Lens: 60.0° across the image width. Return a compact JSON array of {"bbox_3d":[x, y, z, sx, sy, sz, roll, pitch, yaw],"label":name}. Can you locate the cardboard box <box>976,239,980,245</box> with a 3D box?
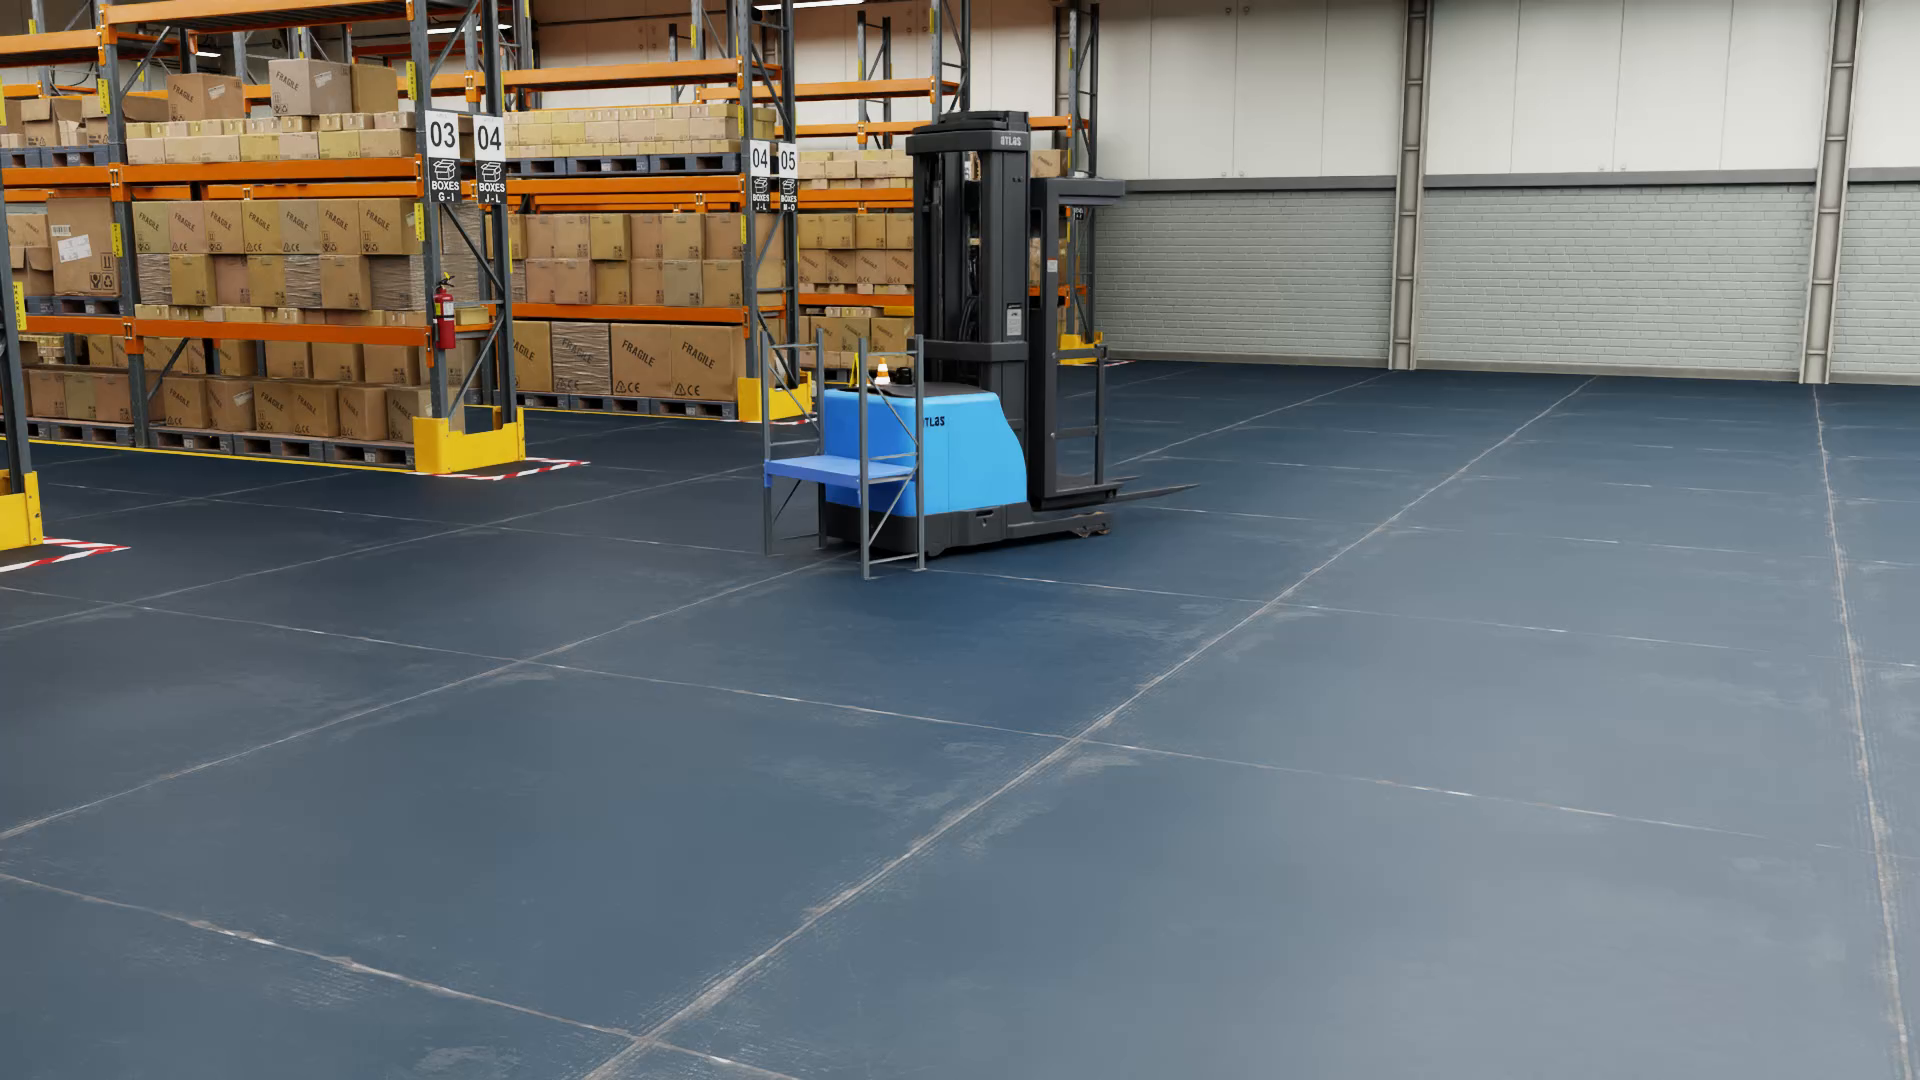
[{"bbox_3d":[0.467,-5.139,28.763,0.250,0.149,0.380,5,12,27],"label":"cardboard box"}]

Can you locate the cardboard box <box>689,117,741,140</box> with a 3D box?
[{"bbox_3d":[-2.785,-4.752,19.265,0.500,0.250,0.500,5,11,27],"label":"cardboard box"}]

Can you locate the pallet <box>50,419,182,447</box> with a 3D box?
[{"bbox_3d":[-8.793,-1.173,17.620,1.213,0.211,1.003,5,11,26],"label":"pallet"}]

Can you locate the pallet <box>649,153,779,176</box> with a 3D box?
[{"bbox_3d":[-2.892,-4.442,19.680,1.213,0.211,1.003,5,11,26],"label":"pallet"}]

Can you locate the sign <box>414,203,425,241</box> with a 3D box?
[{"bbox_3d":[-4.771,-2.807,14.680,0.005,0.325,0.100,5,11,26],"label":"sign"}]

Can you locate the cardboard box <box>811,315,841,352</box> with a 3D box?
[{"bbox_3d":[-1.875,-3.077,24.747,0.500,0.500,0.500,5,11,24],"label":"cardboard box"}]

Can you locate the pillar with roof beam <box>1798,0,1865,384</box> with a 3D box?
[{"bbox_3d":[10.702,-6.063,19.960,0.400,9.000,9.100,5,11,26],"label":"pillar with roof beam"}]

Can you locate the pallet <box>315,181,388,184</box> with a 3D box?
[{"bbox_3d":[-7.791,-4.837,22.141,1.213,0.211,1.003,6,12,28],"label":"pallet"}]

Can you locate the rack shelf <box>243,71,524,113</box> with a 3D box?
[{"bbox_3d":[-7.603,-5.827,21.803,4.000,0.370,1.077,5,11,26],"label":"rack shelf"}]

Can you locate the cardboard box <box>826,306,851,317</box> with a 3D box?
[{"bbox_3d":[-1.775,-3.375,24.568,0.250,0.149,0.380,6,12,28],"label":"cardboard box"}]

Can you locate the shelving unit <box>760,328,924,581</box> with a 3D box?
[{"bbox_3d":[-0.766,-0.583,10.740,0.538,1.500,1.048,-9,14,-42],"label":"shelving unit"}]

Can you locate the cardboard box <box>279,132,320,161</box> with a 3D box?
[{"bbox_3d":[-5.957,-3.649,15.470,0.500,0.250,0.500,5,12,27],"label":"cardboard box"}]

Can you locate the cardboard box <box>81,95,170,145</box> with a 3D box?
[{"bbox_3d":[-8.472,-4.271,17.012,0.637,0.503,0.797,4,11,23],"label":"cardboard box"}]

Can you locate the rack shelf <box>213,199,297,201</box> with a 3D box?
[{"bbox_3d":[-12.677,-5.977,29.930,4.000,0.370,1.077,5,11,26],"label":"rack shelf"}]

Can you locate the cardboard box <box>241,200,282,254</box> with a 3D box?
[{"bbox_3d":[-6.453,-2.980,15.847,0.500,0.500,0.500,5,11,26],"label":"cardboard box"}]

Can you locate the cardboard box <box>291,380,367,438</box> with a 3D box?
[{"bbox_3d":[-6.164,-1.292,16.284,0.500,0.500,0.500,6,12,31],"label":"cardboard box"}]

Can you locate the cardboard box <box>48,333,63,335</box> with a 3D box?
[{"bbox_3d":[-13.914,-3.116,25.679,0.250,0.149,0.380,5,11,24],"label":"cardboard box"}]

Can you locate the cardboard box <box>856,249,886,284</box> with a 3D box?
[{"bbox_3d":[-1.178,-3.986,24.217,0.500,0.500,0.500,5,11,26],"label":"cardboard box"}]

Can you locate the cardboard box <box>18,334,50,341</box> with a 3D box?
[{"bbox_3d":[-14.089,-3.047,25.299,0.250,0.149,0.380,5,12,28],"label":"cardboard box"}]

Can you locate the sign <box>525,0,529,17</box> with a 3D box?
[{"bbox_3d":[-5.542,-6.845,21.215,0.005,0.325,0.100,5,11,26],"label":"sign"}]

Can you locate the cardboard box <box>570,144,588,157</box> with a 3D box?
[{"bbox_3d":[-4.490,-4.694,20.065,0.250,0.149,0.380,5,11,26],"label":"cardboard box"}]

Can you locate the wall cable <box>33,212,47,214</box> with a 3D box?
[{"bbox_3d":[-18.921,-6.181,34.605,0.122,1.984,0.588,5,11,26],"label":"wall cable"}]

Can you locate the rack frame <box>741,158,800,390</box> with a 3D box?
[{"bbox_3d":[-2.222,-2.953,19.625,0.127,3.000,1.000,5,11,26],"label":"rack frame"}]

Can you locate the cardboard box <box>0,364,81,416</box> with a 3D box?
[{"bbox_3d":[-10.057,-1.651,18.214,0.500,0.500,0.700,6,12,31],"label":"cardboard box"}]

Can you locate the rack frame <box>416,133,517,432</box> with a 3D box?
[{"bbox_3d":[-4.507,-2.169,15.293,0.127,3.000,1.000,5,11,26],"label":"rack frame"}]

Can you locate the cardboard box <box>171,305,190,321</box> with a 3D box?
[{"bbox_3d":[-7.580,-2.259,16.493,0.250,0.149,0.380,5,11,26],"label":"cardboard box"}]

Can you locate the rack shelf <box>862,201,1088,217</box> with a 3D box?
[{"bbox_3d":[0.277,-5.824,29.087,4.000,0.370,1.077,5,11,26],"label":"rack shelf"}]

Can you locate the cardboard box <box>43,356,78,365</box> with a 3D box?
[{"bbox_3d":[-13.486,-2.679,24.937,0.250,0.149,0.380,5,11,27],"label":"cardboard box"}]

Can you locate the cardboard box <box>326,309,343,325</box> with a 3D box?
[{"bbox_3d":[-5.748,-2.115,15.698,0.250,0.149,0.380,5,11,26],"label":"cardboard box"}]

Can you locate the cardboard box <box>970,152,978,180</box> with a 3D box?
[{"bbox_3d":[0.184,-6.472,28.897,0.637,0.503,0.797,5,12,28],"label":"cardboard box"}]

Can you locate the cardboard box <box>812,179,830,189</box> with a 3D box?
[{"bbox_3d":[-1.963,-5.202,24.331,0.250,0.149,0.380,5,11,25],"label":"cardboard box"}]

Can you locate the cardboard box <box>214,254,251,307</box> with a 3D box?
[{"bbox_3d":[-6.792,-2.566,16.371,0.500,0.500,0.875,5,11,26],"label":"cardboard box"}]

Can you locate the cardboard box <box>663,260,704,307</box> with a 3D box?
[{"bbox_3d":[-3.078,-3.089,19.954,0.550,0.550,0.875,5,11,26],"label":"cardboard box"}]

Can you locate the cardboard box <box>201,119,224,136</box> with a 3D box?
[{"bbox_3d":[-6.997,-3.926,15.877,0.250,0.149,0.380,5,11,25],"label":"cardboard box"}]

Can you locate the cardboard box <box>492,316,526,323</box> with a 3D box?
[{"bbox_3d":[-7.879,-3.611,28.047,0.875,0.875,0.875,5,11,25],"label":"cardboard box"}]

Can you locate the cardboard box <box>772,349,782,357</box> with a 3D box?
[{"bbox_3d":[-2.816,-2.791,25.269,0.500,0.250,0.500,6,12,29],"label":"cardboard box"}]

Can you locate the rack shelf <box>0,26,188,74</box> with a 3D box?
[{"bbox_3d":[-9.888,-5.043,17.470,4.000,0.370,1.077,5,11,26],"label":"rack shelf"}]

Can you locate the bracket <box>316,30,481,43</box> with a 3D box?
[{"bbox_3d":[-11.756,-10.592,34.877,4.783,0.066,0.076,5,11,26],"label":"bracket"}]

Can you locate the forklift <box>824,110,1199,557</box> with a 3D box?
[{"bbox_3d":[0.476,-1.523,11.914,3.031,2.935,1.130,-8,13,-39],"label":"forklift"}]

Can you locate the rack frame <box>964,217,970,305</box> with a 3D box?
[{"bbox_3d":[-0.122,-3.752,24.038,0.127,3.000,1.000,5,11,26],"label":"rack frame"}]

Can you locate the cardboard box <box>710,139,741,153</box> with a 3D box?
[{"bbox_3d":[-2.670,-4.534,19.180,0.250,0.149,0.380,5,11,26],"label":"cardboard box"}]

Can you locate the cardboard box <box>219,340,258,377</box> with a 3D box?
[{"bbox_3d":[-10.102,-2.570,23.350,0.500,0.500,0.500,5,11,26],"label":"cardboard box"}]

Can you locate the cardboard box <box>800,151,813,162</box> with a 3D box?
[{"bbox_3d":[-2.141,-5.626,24.434,0.250,0.149,0.380,5,12,27],"label":"cardboard box"}]

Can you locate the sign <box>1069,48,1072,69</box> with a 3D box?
[{"bbox_3d":[1.818,-7.910,27.322,0.005,0.325,0.100,5,11,26],"label":"sign"}]

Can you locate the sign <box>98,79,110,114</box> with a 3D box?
[{"bbox_3d":[-8.337,-4.320,16.195,0.005,0.325,0.100,5,11,26],"label":"sign"}]

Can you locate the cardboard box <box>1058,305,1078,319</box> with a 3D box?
[{"bbox_3d":[1.723,-3.959,28.914,0.500,0.250,0.500,5,11,25],"label":"cardboard box"}]

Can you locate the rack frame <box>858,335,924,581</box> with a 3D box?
[{"bbox_3d":[-0.423,-0.516,10.371,0.500,1.500,0.032,-9,14,-42],"label":"rack frame"}]

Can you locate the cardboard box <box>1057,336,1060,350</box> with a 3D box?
[{"bbox_3d":[1.509,-3.385,28.553,0.500,0.250,0.500,5,11,26],"label":"cardboard box"}]

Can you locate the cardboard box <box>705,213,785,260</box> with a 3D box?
[{"bbox_3d":[-2.538,-3.594,19.712,0.550,0.550,0.875,5,11,26],"label":"cardboard box"}]

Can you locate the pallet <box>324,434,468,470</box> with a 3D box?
[{"bbox_3d":[-5.288,-0.873,15.959,1.213,0.211,1.003,5,11,26],"label":"pallet"}]

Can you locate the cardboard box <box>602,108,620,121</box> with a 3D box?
[{"bbox_3d":[-4.042,-5.046,19.775,0.250,0.149,0.380,5,11,26],"label":"cardboard box"}]

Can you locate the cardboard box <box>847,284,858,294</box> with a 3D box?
[{"bbox_3d":[-1.461,-3.707,24.498,0.250,0.149,0.380,5,11,27],"label":"cardboard box"}]

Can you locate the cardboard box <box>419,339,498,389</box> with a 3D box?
[{"bbox_3d":[-6.406,-2.403,21.721,0.750,0.750,1.050,5,11,26],"label":"cardboard box"}]

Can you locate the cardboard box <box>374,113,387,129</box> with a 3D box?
[{"bbox_3d":[-5.076,-3.779,15.066,0.250,0.149,0.380,5,11,24],"label":"cardboard box"}]

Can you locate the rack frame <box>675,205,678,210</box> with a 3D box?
[{"bbox_3d":[-5.104,-5.175,31.903,0.127,3.000,1.000,5,11,26],"label":"rack frame"}]

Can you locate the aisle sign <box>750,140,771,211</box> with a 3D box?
[{"bbox_3d":[-2.291,-4.179,19.098,0.004,0.787,0.394,5,11,26],"label":"aisle sign"}]
